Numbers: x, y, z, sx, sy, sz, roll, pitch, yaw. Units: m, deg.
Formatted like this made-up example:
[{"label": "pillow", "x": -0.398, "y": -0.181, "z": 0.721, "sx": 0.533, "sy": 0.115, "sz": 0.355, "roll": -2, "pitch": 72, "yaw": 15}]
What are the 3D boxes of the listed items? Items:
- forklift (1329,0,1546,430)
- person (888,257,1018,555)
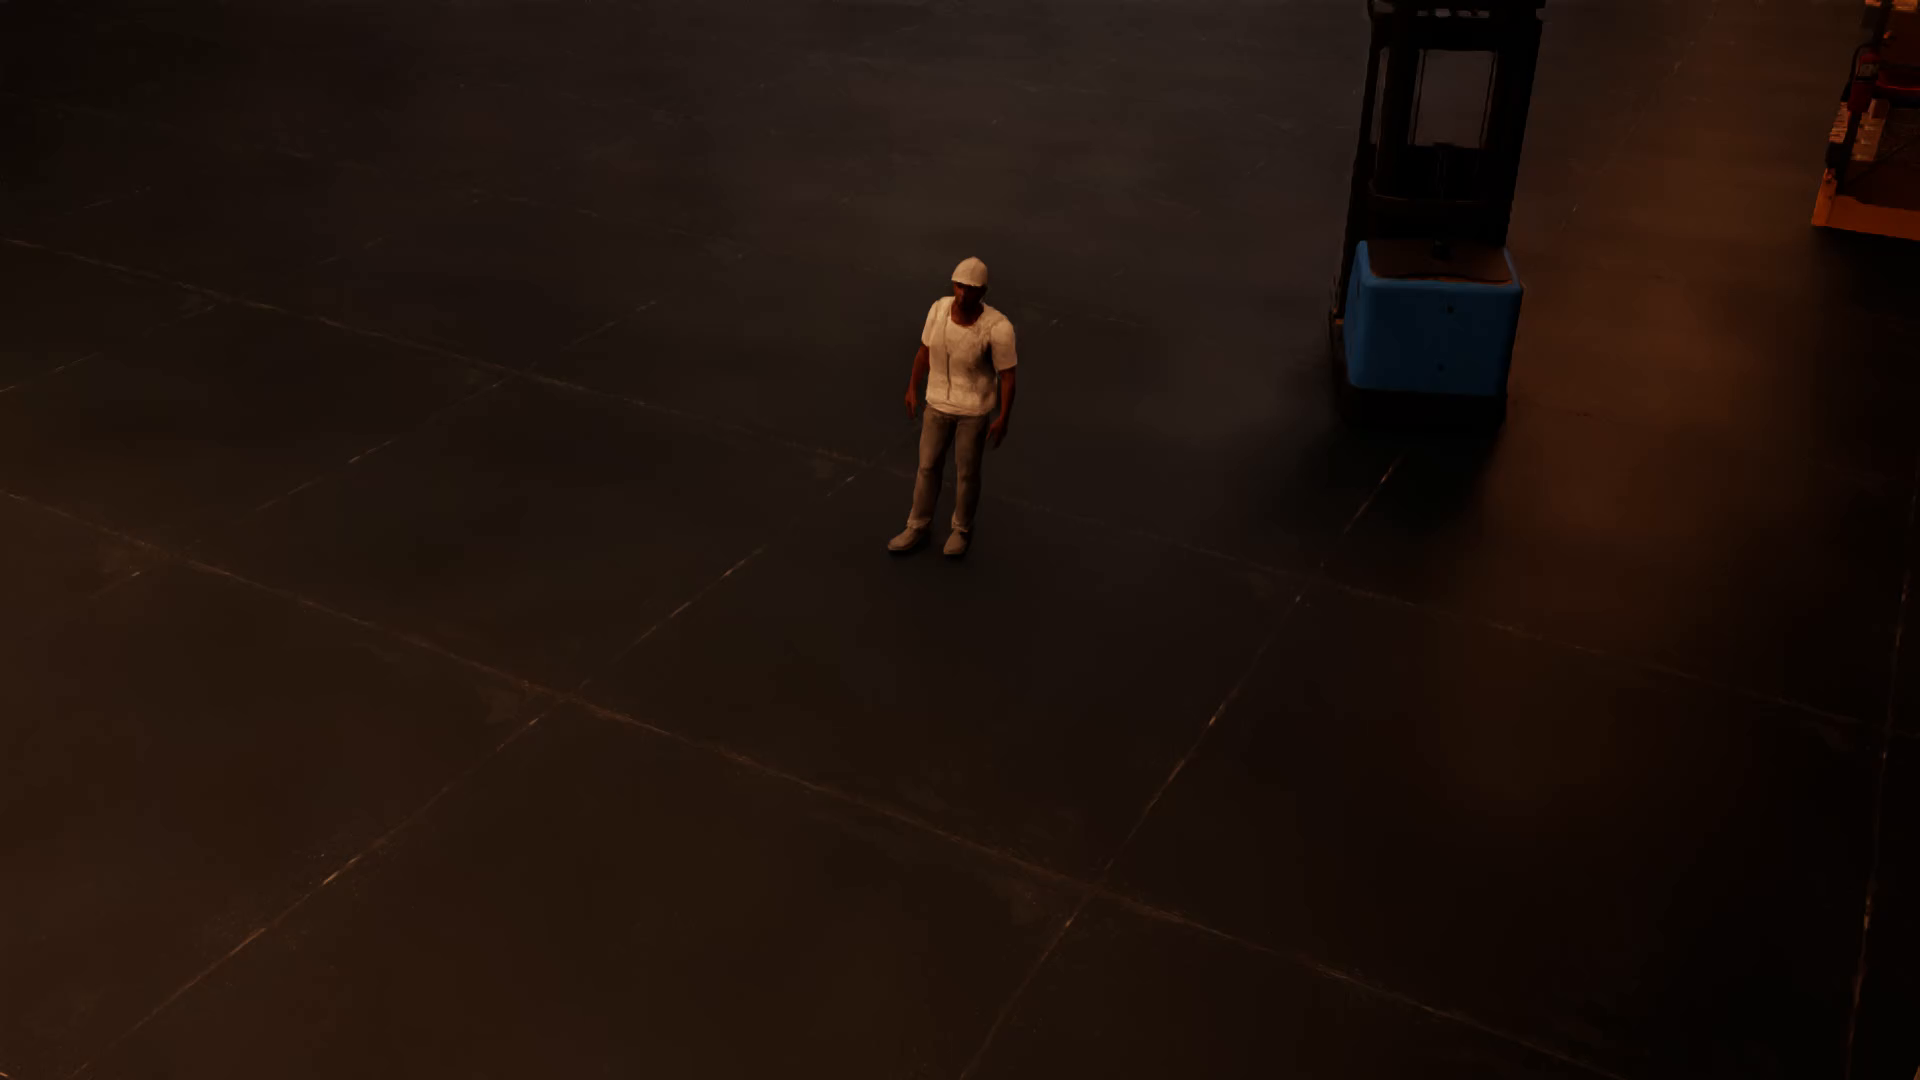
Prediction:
[{"label": "forklift", "x": 3.353, "y": -2.727, "z": 11.795, "sx": 1.130, "sy": 2.935, "sz": 3.031, "roll": 4, "pitch": 30, "yaw": 8}, {"label": "person", "x": -0.038, "y": -0.742, "z": 9.507, "sx": 0.665, "sy": 1.766, "sz": 0.576, "roll": 15, "pitch": 33, "yaw": 25}]
